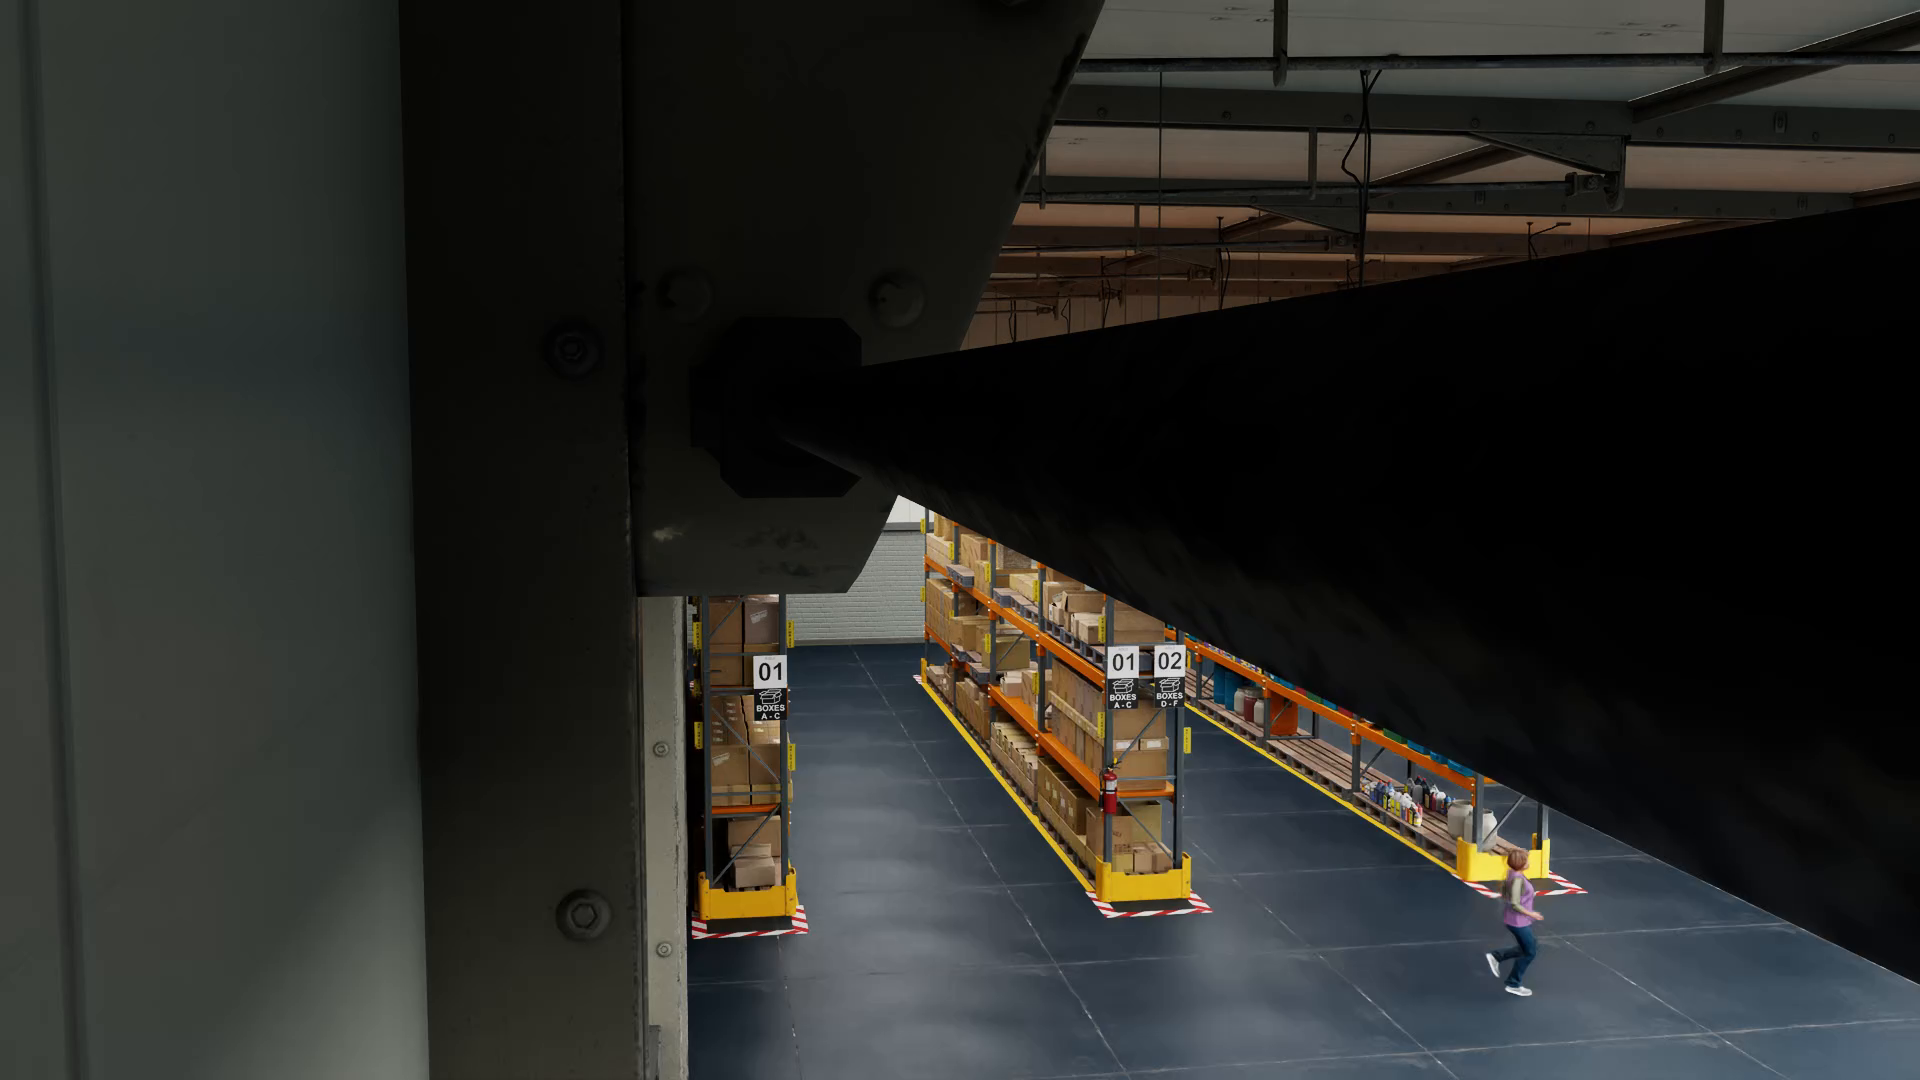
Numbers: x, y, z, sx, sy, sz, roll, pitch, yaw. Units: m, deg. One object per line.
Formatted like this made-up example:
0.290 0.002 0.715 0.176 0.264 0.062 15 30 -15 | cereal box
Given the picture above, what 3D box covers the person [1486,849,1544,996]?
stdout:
5.844 4.025 17.510 0.549 1.560 0.541 1 5 12 | person
